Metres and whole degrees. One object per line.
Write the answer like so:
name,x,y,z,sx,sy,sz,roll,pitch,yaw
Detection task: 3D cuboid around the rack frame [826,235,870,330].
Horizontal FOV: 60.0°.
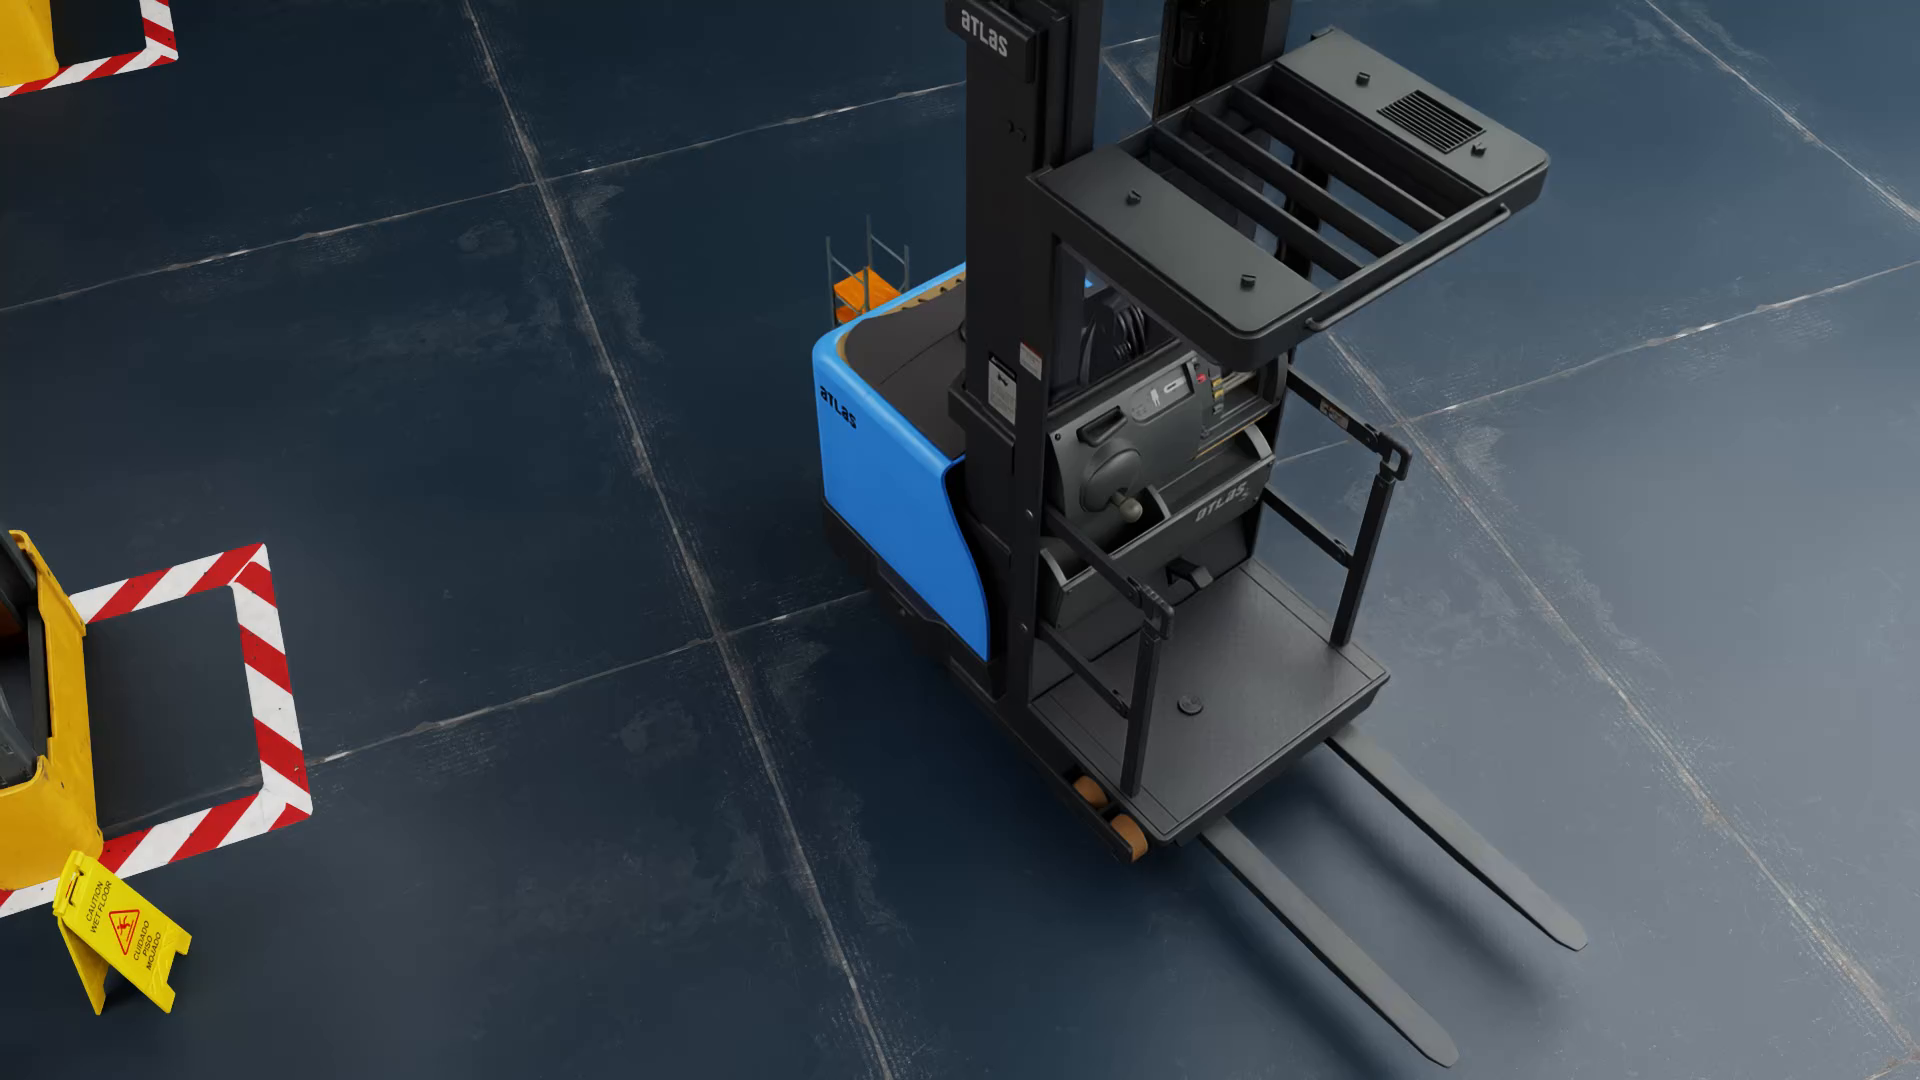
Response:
rack frame,-0.402,-0.627,6.338,0.006,1.200,0.240,-32,57,-25

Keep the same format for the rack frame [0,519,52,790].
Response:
rack frame,-3.217,-0.265,4.841,0.127,3.000,1.000,-17,52,-14

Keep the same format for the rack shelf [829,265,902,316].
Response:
rack shelf,-0.332,-0.877,6.137,0.180,0.103,0.258,-32,57,-25

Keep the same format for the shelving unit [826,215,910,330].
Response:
shelving unit,-0.332,-0.671,6.376,0.189,1.200,0.258,-32,57,-25

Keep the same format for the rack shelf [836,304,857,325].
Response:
rack shelf,-0.332,-0.799,6.228,0.180,0.103,0.258,-32,57,-25

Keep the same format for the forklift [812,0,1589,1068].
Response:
forklift,0.775,-0.295,4.912,1.130,2.935,3.031,-31,56,-24

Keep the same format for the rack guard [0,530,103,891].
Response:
rack guard,-3.287,0.572,5.770,0.348,0.500,1.175,-17,52,-14

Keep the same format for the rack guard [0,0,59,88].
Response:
rack guard,-5.075,-2.942,8.788,0.348,0.500,1.175,-17,52,-14

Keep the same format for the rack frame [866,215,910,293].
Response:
rack frame,-0.261,-0.716,6.415,0.006,1.200,0.240,-32,57,-25

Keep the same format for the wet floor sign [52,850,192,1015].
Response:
wet floor sign,-2.637,1.199,5.135,0.232,0.644,0.267,-2,49,-1
